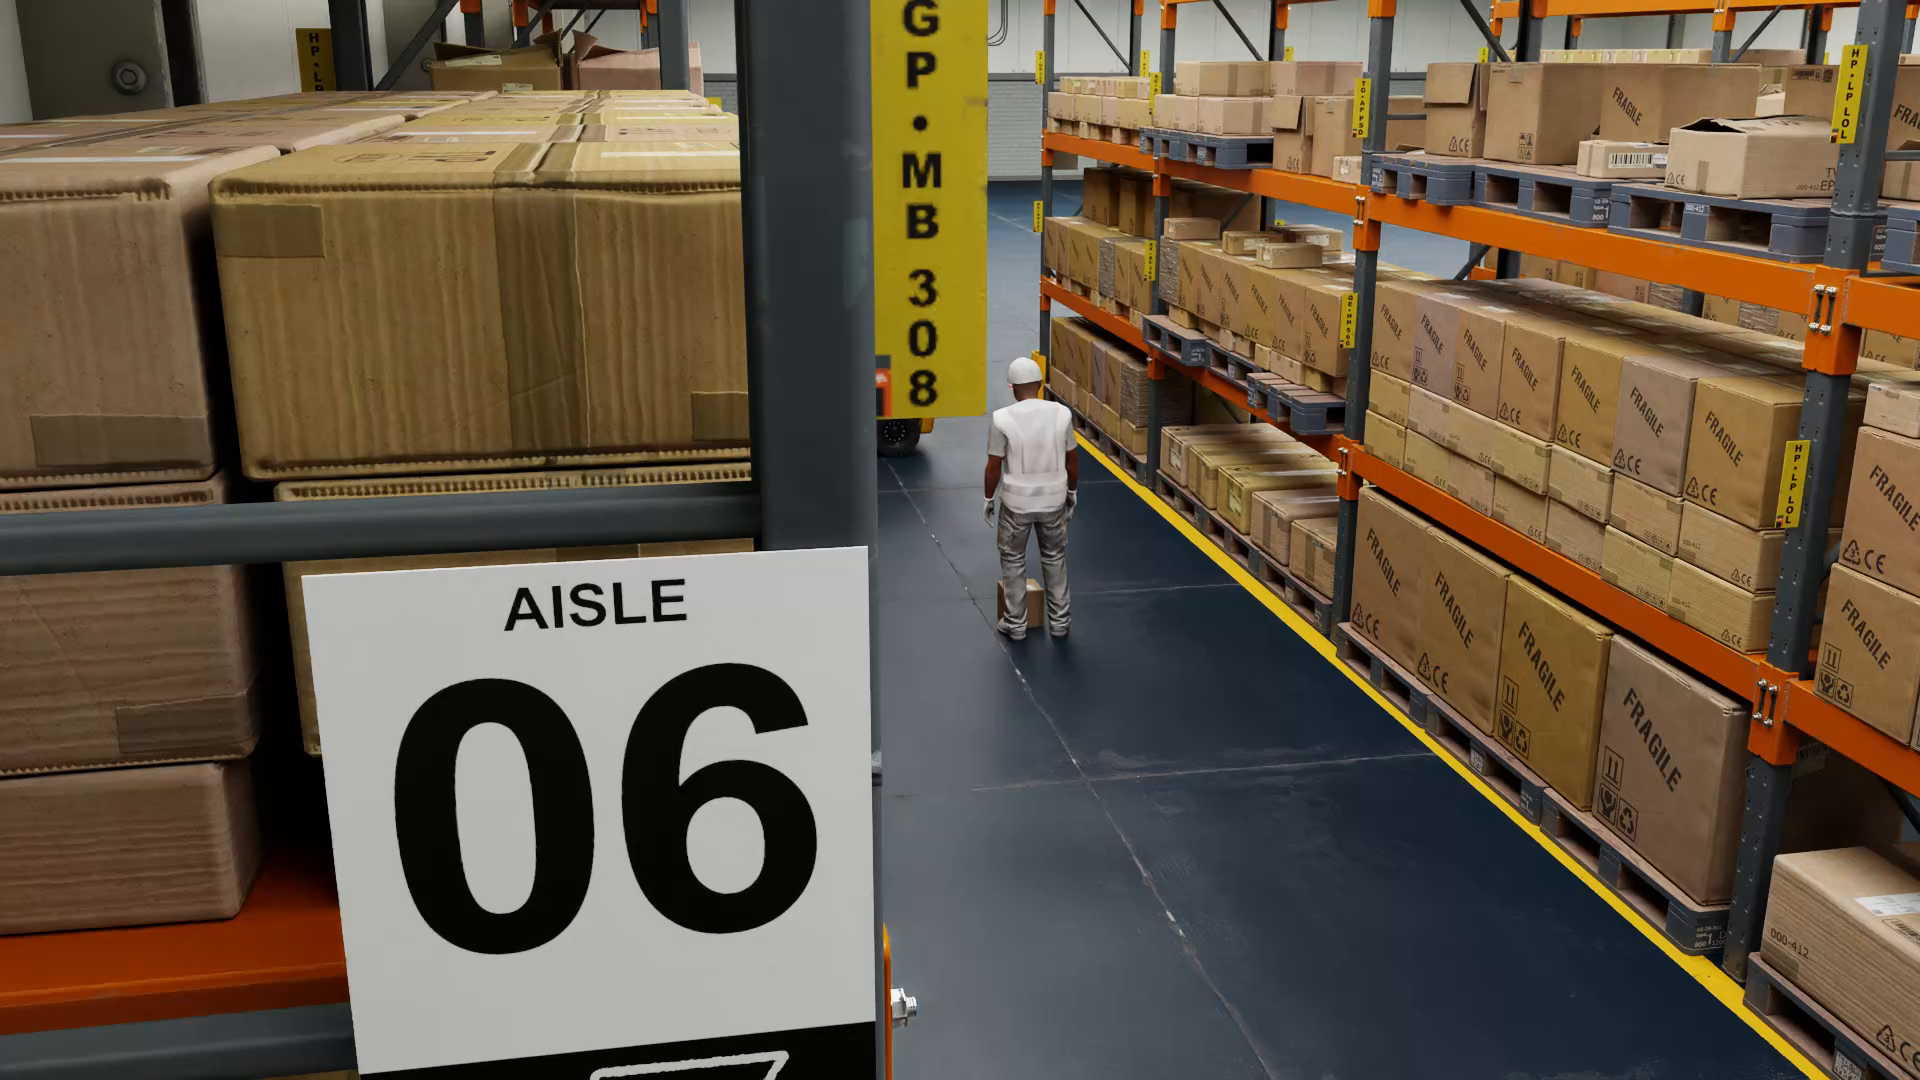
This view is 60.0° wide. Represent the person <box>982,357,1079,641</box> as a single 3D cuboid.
[{"bbox_3d":[0.441,-0.252,10.385,0.623,1.773,0.450,-4,17,-14],"label":"person"}]
